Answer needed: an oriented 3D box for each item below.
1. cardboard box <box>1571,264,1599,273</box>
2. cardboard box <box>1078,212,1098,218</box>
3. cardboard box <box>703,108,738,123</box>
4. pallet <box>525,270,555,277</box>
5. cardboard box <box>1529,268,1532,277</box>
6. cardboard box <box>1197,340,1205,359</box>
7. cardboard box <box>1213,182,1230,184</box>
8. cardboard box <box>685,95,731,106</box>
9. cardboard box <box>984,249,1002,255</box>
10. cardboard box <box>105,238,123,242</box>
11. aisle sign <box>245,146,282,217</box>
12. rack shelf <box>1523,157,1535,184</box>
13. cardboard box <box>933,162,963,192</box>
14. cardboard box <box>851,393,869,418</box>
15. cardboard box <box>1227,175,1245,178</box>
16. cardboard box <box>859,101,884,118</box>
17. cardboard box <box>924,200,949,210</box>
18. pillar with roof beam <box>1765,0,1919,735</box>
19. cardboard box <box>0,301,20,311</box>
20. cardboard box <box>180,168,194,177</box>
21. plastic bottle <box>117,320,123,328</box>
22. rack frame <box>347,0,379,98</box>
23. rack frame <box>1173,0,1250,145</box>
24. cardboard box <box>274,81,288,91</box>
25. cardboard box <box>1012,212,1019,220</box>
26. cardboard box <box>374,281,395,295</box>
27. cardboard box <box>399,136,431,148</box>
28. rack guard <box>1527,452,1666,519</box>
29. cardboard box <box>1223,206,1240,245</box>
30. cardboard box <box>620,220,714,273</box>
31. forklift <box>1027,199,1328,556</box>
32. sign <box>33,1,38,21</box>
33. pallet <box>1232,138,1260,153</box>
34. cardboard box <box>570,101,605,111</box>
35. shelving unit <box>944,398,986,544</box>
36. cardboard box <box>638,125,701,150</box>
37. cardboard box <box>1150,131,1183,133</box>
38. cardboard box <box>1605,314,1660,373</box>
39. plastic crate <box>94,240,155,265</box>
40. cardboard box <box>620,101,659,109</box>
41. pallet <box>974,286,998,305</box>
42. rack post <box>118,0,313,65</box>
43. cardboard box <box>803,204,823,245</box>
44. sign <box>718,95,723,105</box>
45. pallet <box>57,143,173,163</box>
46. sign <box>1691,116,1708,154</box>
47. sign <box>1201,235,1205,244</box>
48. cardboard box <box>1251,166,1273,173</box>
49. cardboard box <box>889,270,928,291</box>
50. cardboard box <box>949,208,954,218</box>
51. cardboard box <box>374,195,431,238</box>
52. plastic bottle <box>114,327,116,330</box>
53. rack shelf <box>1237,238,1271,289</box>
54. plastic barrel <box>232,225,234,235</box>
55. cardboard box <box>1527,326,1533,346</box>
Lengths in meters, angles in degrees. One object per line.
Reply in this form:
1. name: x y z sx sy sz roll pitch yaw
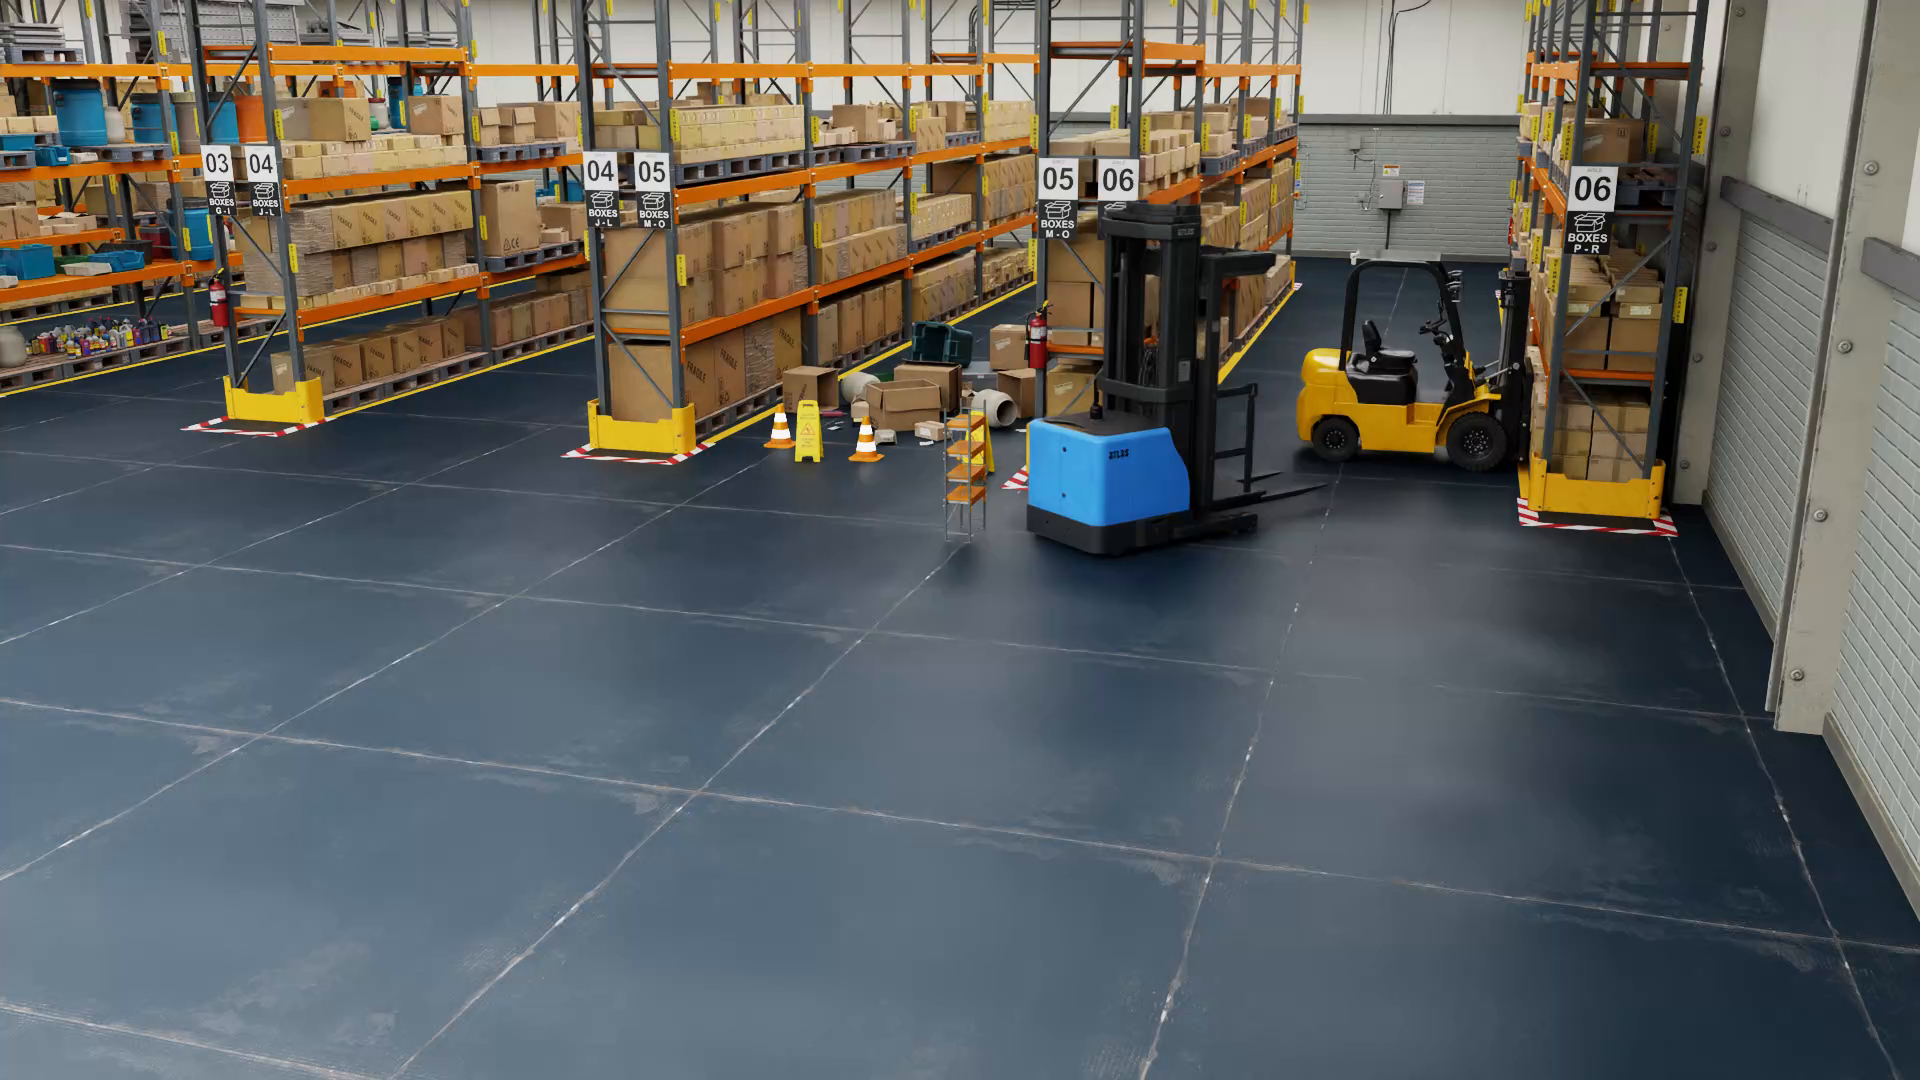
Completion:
1. cardboard box: 6.357 -2.747 17.101 0.380 0.149 0.250 5 17 17
2. cardboard box: 1.736 -3.475 19.024 0.700 0.500 0.500 4 16 15
3. cardboard box: -2.746 -4.825 18.891 0.380 0.149 0.250 4 16 15
4. pallet: -9.057 -5.582 34.123 1.003 0.211 1.213 5 16 16
5. cardboard box: 7.652 -3.389 21.556 0.500 0.250 0.500 4 16 14
6. cardboard box: 2.751 -2.426 21.932 0.950 0.372 0.625 6 17 19
7. cardboard box: 4.013 -5.426 26.445 0.500 0.500 0.500 4 16 14
8. cardboard box: -4.660 -7.975 30.815 0.700 0.500 0.500 4 16 13
9. cardboard box: 0.601 -5.584 32.384 0.380 0.149 0.250 5 17 17
10. cardboard box: -18.615 -6.495 36.041 0.700 0.500 0.500 4 16 15
11. aisle sign: -7.965 -4.096 19.008 0.394 0.787 0.004 5 16 16
12. rack shelf: 8.869 -5.445 24.352 1.077 0.370 4.000 5 16 16
13. cardboard box: -0.224 -6.429 29.438 0.500 0.500 0.500 4 16 14
14. cardboard box: -1.094 -1.612 20.026 0.396 0.266 0.258 8 18 25
15. cardboard box: 4.546 -5.930 28.222 0.500 0.500 0.500 4 16 15
16. cardboard box: -1.369 -6.552 25.349 0.396 0.266 0.258 5 16 16
17. cardboard box: -0.396 -5.519 27.392 0.380 0.149 0.250 4 16 13
18. pillar with roof beam: 1.256 -3.495 10.659 9.100 9.000 0.400 5 16 16
19. cardboard box: -15.952 -3.935 27.475 0.500 0.250 0.500 4 16 14
20. cardboard box: -18.070 -8.233 37.809 0.980 0.700 0.700 5 17 18
21. plastic bottle: -12.321 -3.076 24.348 0.061 0.283 0.133 5 16 16
22. rack frame: -13.185 -10.726 36.153 1.000 3.000 0.127 5 16 16
23. rack frame: 3.540 -7.095 23.353 1.000 3.000 0.127 5 16 16
24. cardboard box: -13.942 -9.015 33.604 0.700 0.500 0.500 5 16 16
25. cardboard box: 0.900 -6.167 31.536 0.380 0.149 0.250 4 16 13
26. cardboard box: -7.406 -3.205 21.091 0.380 0.149 0.250 5 16 16
27. cardboard box: -7.119 -5.177 21.631 0.380 0.149 0.250 4 16 14
28. rack guard: 6.020 -0.523 15.758 1.175 0.500 0.348 5 16 16
29. cardboard box: 3.677 -4.462 23.565 0.500 0.500 0.500 4 16 14
30. cardboard box: -3.298 -3.310 18.749 0.875 0.550 0.550 5 16 16
31. forklift: 2.093 -1.565 14.974 3.031 2.935 1.130 -11 19 -34
32. sign: -15.981 -9.160 28.775 0.100 0.325 0.005 5 16 16
33. pallet: 3.987 -6.027 25.429 1.003 0.211 1.213 5 17 18
34. cardboard box: -5.857 -6.565 25.881 0.500 0.500 0.500 5 17 17
35. shelving unit: 0.047 -0.621 14.818 0.258 1.200 0.503 5 16 16
36. cardboard box: -3.125 -4.344 17.927 0.500 0.250 0.500 5 16 16
37. cardboard box: 2.362 -4.633 19.170 0.380 0.149 0.250 5 17 17
38. cardboard box: 6.434 -1.888 15.806 0.500 0.500 0.500 5 17 18
39. plastic crate: -12.117 -4.158 24.106 0.767 0.338 0.504 5 16 16
40. cardboard box: -5.401 -7.208 28.291 0.797 0.503 0.637 4 16 15
41. pallet: 0.059 -4.450 30.131 1.003 0.211 1.213 5 16 16
42. rack post: -11.370 -7.819 25.540 1.013 1.000 3.121 5 16 16
43. cardboard box: -2.236 -4.179 22.052 0.700 0.500 0.500 4 16 15
44. sign: -4.302 -7.828 29.908 0.100 0.325 0.005 5 16 16
45. pallet: -11.958 -5.471 23.470 1.213 0.211 1.003 5 16 16
46. sign: 6.557 -3.589 14.742 0.100 0.325 0.005 5 16 16
47. sign: 2.926 -3.539 20.223 0.100 0.325 0.005 5 16 16
48. cardboard box: 5.073 -6.227 28.084 0.380 0.149 0.250 5 17 17
49. cardboard box: -0.806 -4.088 26.183 0.500 0.250 0.500 4 16 13
50. cardboard box: -0.317 -5.444 27.672 0.380 0.149 0.250 4 16 13
51. cardboard box: -7.246 -4.203 21.588 0.500 0.500 0.500 5 16 16
52. plastic bottle: -12.005 -2.896 23.713 0.061 0.283 0.133 5 16 16
53. rack shelf: 4.108 -4.386 26.115 1.077 0.370 4.000 5 16 16
54. plastic barrel: -11.156 -4.806 26.026 0.433 0.535 0.433 0 16 0
55. cardboard box: 7.741 -2.375 21.287 0.875 0.625 0.625 4 16 14
